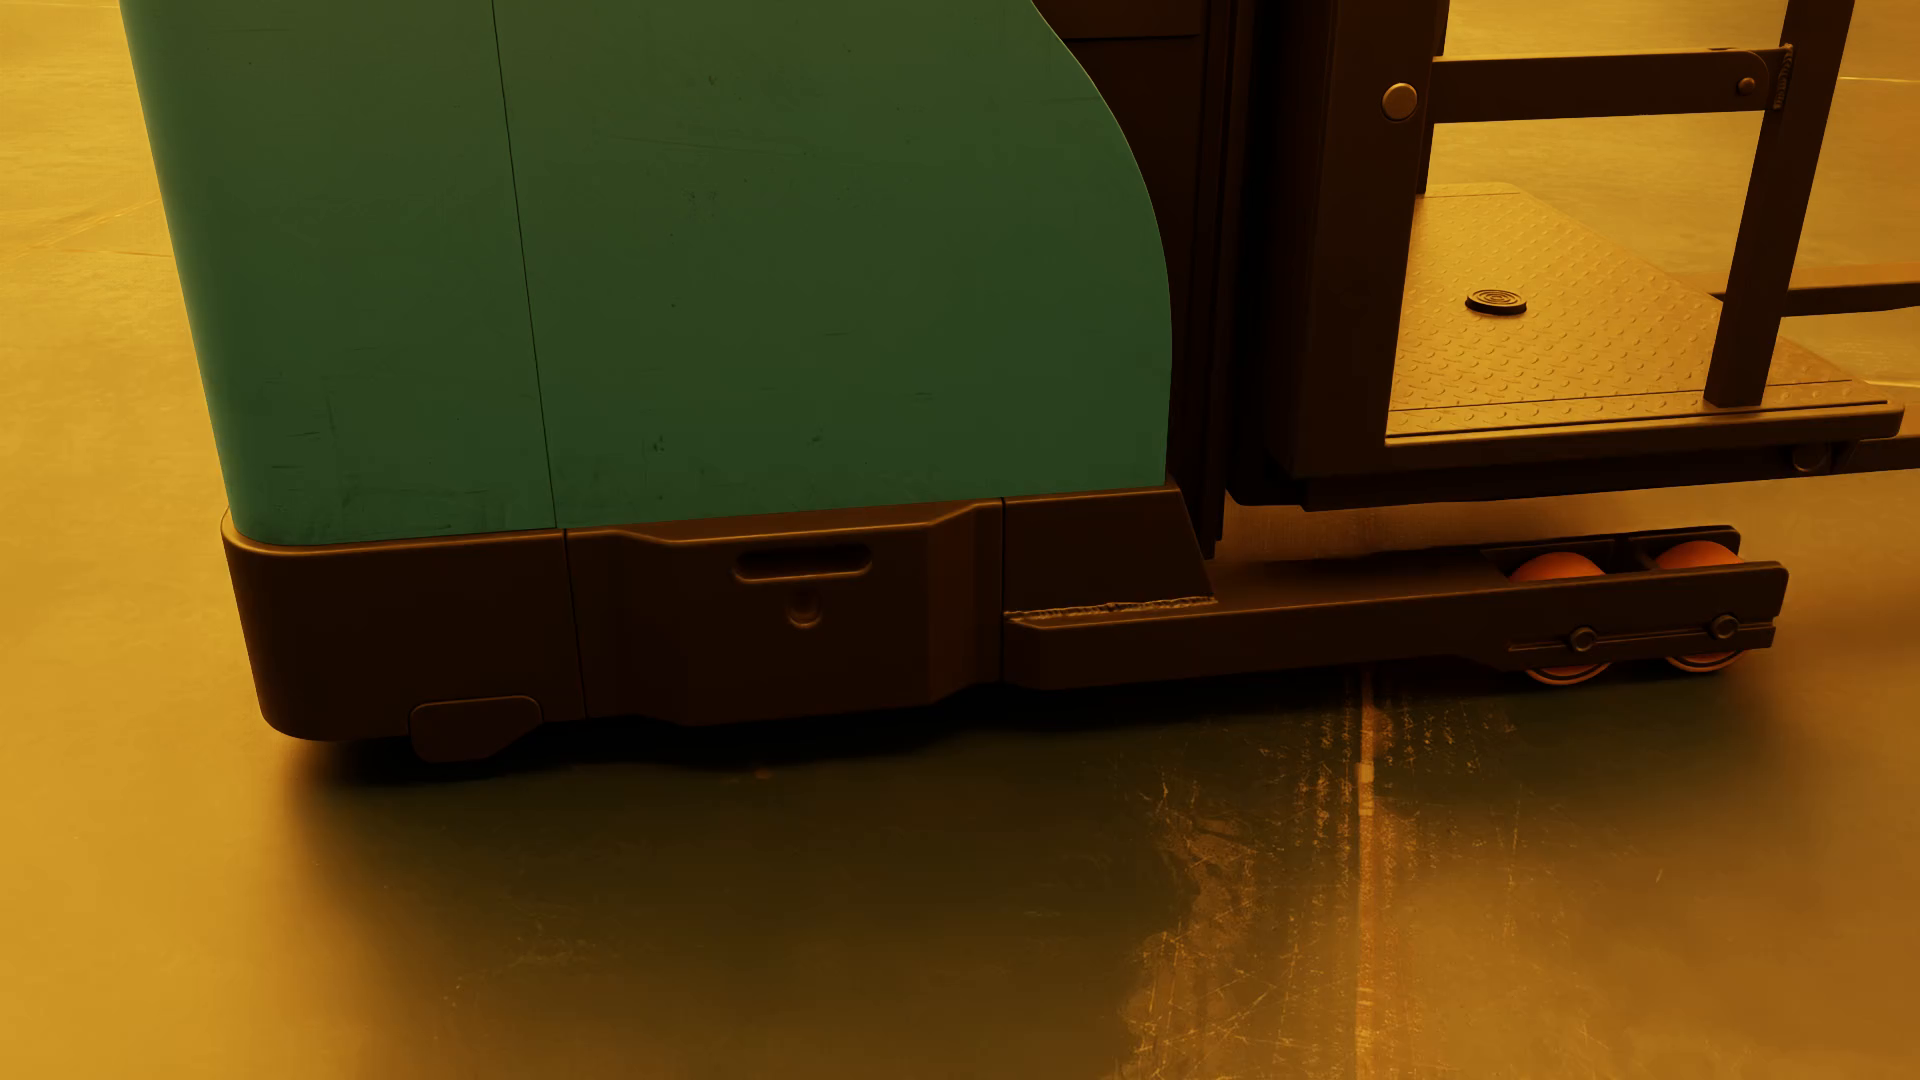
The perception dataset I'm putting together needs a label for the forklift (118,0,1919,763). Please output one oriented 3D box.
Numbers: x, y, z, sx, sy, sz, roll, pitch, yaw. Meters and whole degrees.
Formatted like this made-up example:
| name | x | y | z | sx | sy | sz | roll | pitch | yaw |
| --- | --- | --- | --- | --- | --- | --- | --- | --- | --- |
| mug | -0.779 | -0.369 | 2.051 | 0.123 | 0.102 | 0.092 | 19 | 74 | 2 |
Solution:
| name | x | y | z | sx | sy | sz | roll | pitch | yaw |
| --- | --- | --- | --- | --- | --- | --- | --- | --- | --- |
| forklift | 0.600 | -1.354 | 1.930 | 3.031 | 2.935 | 1.130 | -4 | 27 | -9 |
